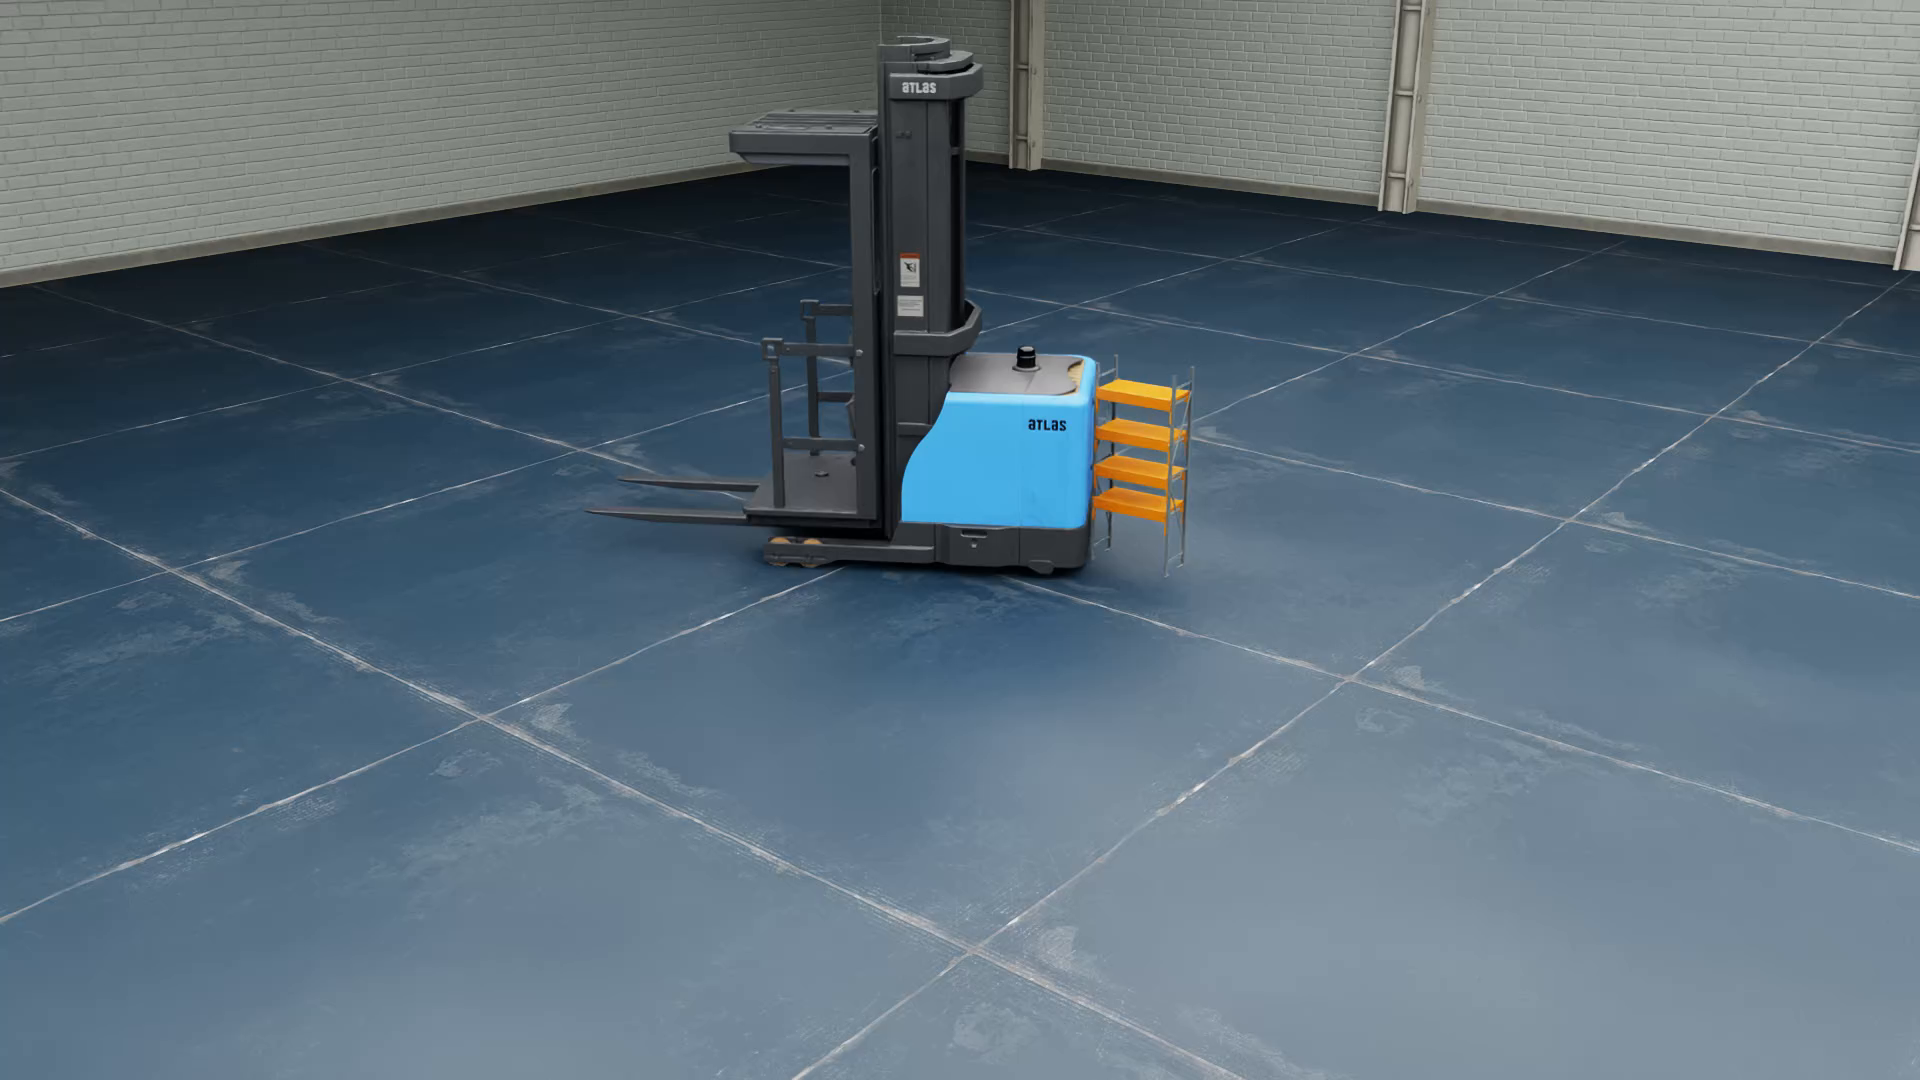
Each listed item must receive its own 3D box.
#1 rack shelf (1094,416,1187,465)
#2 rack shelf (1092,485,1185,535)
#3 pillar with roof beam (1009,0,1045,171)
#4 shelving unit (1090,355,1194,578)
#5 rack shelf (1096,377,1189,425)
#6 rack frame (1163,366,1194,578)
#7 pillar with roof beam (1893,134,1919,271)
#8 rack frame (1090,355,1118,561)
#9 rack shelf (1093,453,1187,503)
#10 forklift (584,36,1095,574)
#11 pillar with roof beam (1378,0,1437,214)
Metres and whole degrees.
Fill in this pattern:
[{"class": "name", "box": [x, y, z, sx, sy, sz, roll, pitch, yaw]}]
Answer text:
[{"class": "rack shelf", "box": [1.043, -0.573, 9.544, 0.480, 0.148, 0.258, 13, 24, 31]}, {"class": "rack shelf", "box": [1.043, -0.178, 9.693, 0.480, 0.148, 0.258, 13, 24, 31]}, {"class": "pillar with roof beam", "box": [-1.740, -8.617, 20.264, 0.400, 9.000, 9.100, 16, 26, 36]}, {"class": "shelving unit", "box": [1.043, -0.427, 9.600, 0.503, 1.200, 0.258, 13, 24, 31]}, {"class": "rack shelf", "box": [1.043, -0.795, 9.461, 0.480, 0.148, 0.258, 13, 24, 31]}, {"class": "rack frame", "box": [1.246, -0.379, 9.472, 0.015, 1.200, 0.240, 13, 24, 31]}, {"class": "pillar with roof beam", "box": [7.557, -5.939, 13.165, 0.400, 9.000, 9.100, 16, 26, 36]}, {"class": "rack frame", "box": [0.841, -0.475, 9.727, 0.015, 1.200, 0.240, 13, 24, 31]}, {"class": "rack shelf", "box": [1.043, -0.364, 9.623, 0.480, 0.148, 0.258, 13, 24, 31]}, {"class": "forklift", "box": [-0.722, -1.388, 9.695, 3.031, 2.935, 1.130, 3, 21, 7]}, {"class": "pillar with roof beam", "box": [2.908, -7.278, 16.715, 0.400, 9.000, 9.100, 16, 26, 36]}]
